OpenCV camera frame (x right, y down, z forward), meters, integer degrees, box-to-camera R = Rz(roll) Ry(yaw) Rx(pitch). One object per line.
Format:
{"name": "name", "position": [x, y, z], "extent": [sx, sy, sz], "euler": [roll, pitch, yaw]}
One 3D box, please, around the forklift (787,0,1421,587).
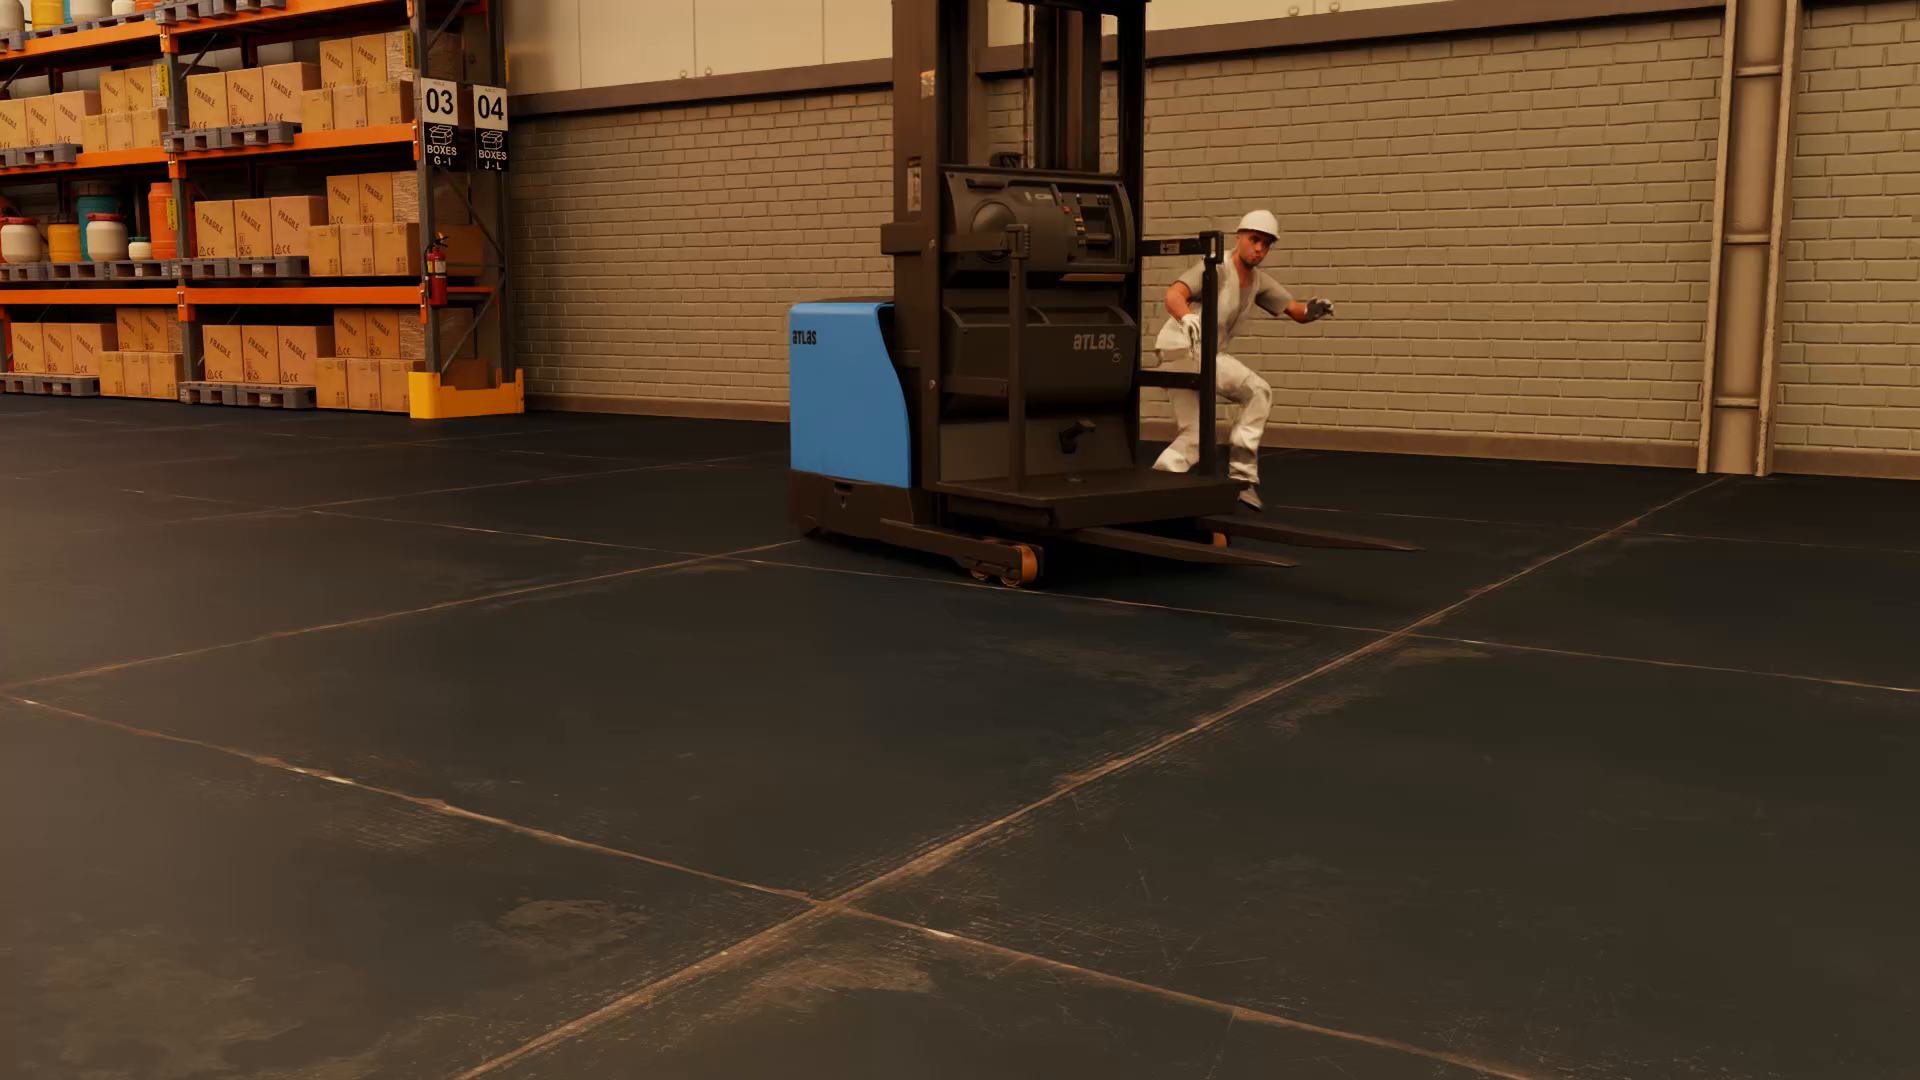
{"name": "forklift", "position": [0.463, -1.347, 6.664], "extent": [1.130, 2.935, 3.031], "euler": [-6, 10, -35]}

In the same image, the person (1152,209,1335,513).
{"name": "person", "position": [1.359, -0.869, 8.232], "extent": [0.905, 1.521, 1.004], "euler": [4, 9, 23]}
